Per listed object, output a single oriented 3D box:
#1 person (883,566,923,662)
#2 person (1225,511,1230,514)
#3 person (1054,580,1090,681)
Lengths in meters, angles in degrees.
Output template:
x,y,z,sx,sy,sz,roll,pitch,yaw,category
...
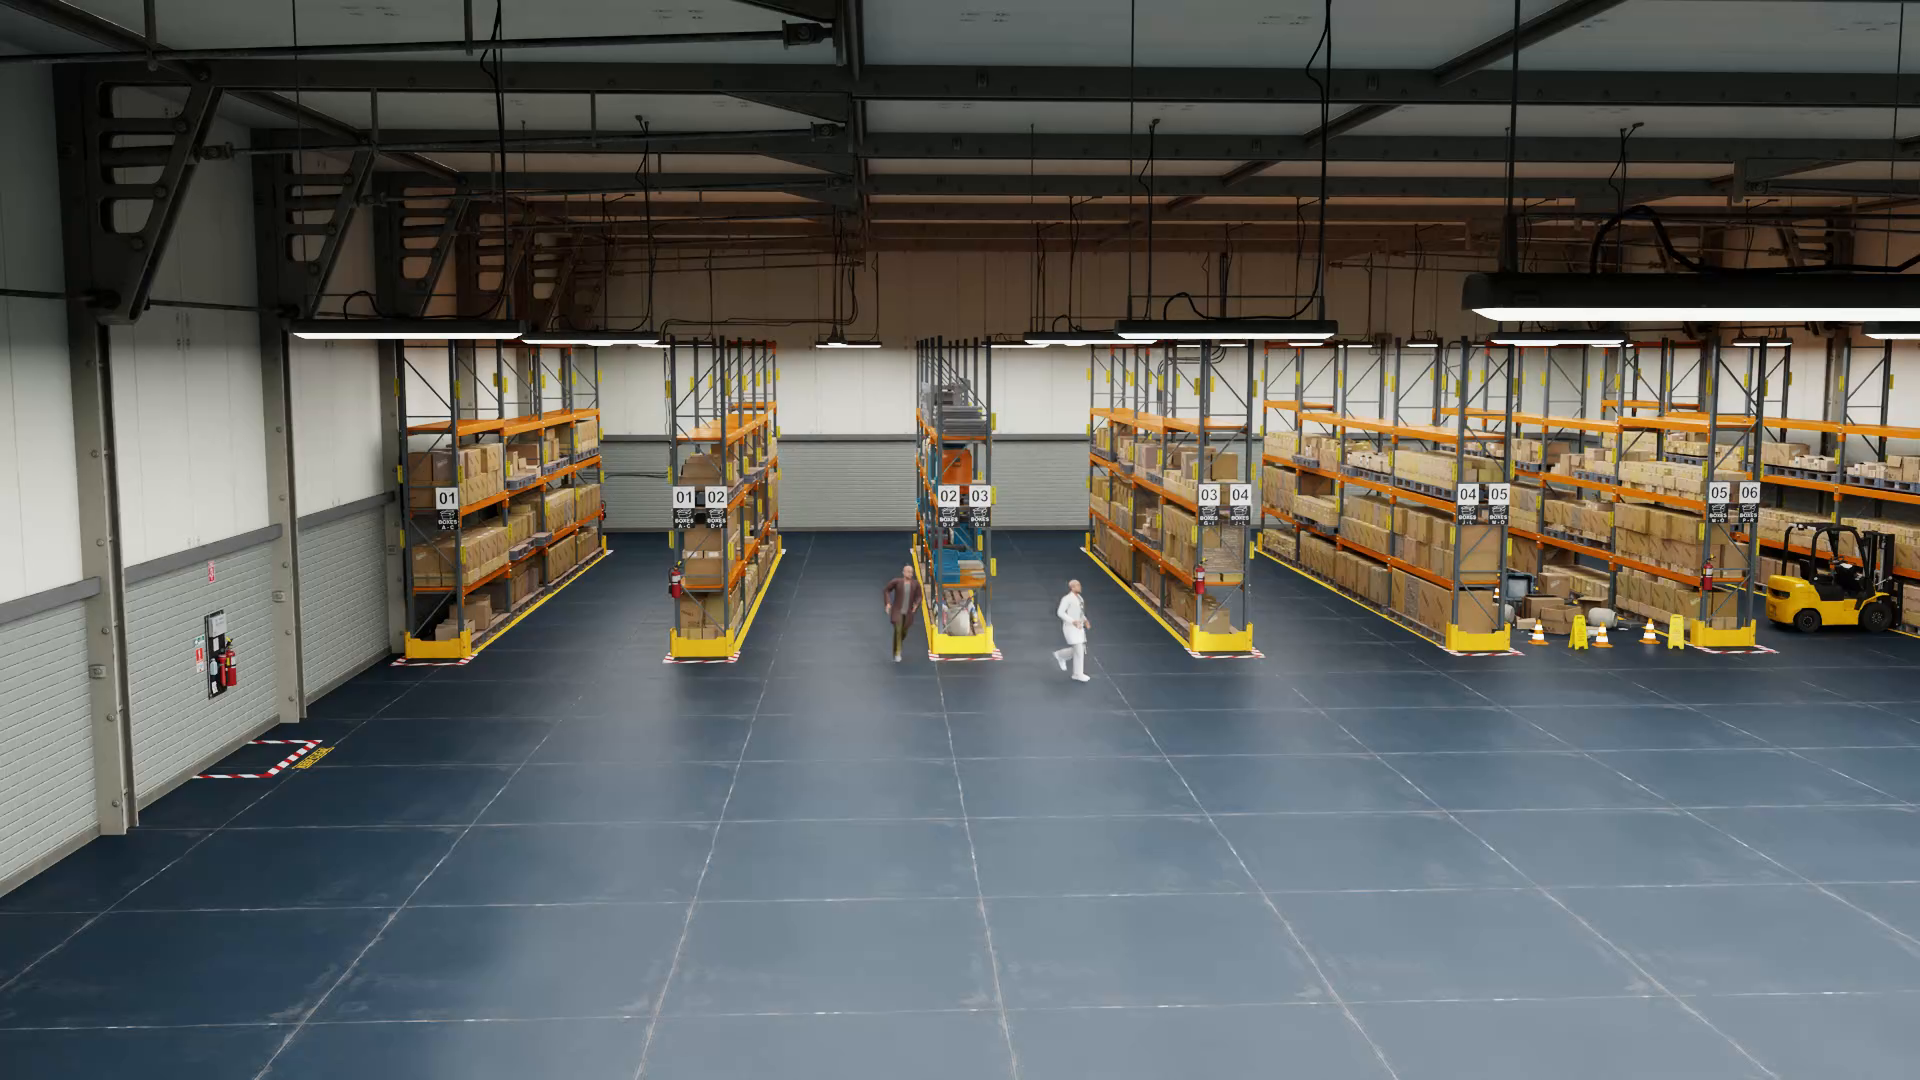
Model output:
x,y,z,sx,sy,sz,roll,pitch,yaw,category
-1.056,1.343,31.028,0.742,1.749,0.895,-2,7,-15,person
7.436,-0.340,46.610,0.571,1.549,0.484,1,7,10,person
1.933,1.565,29.070,0.779,1.755,0.709,4,8,32,person
